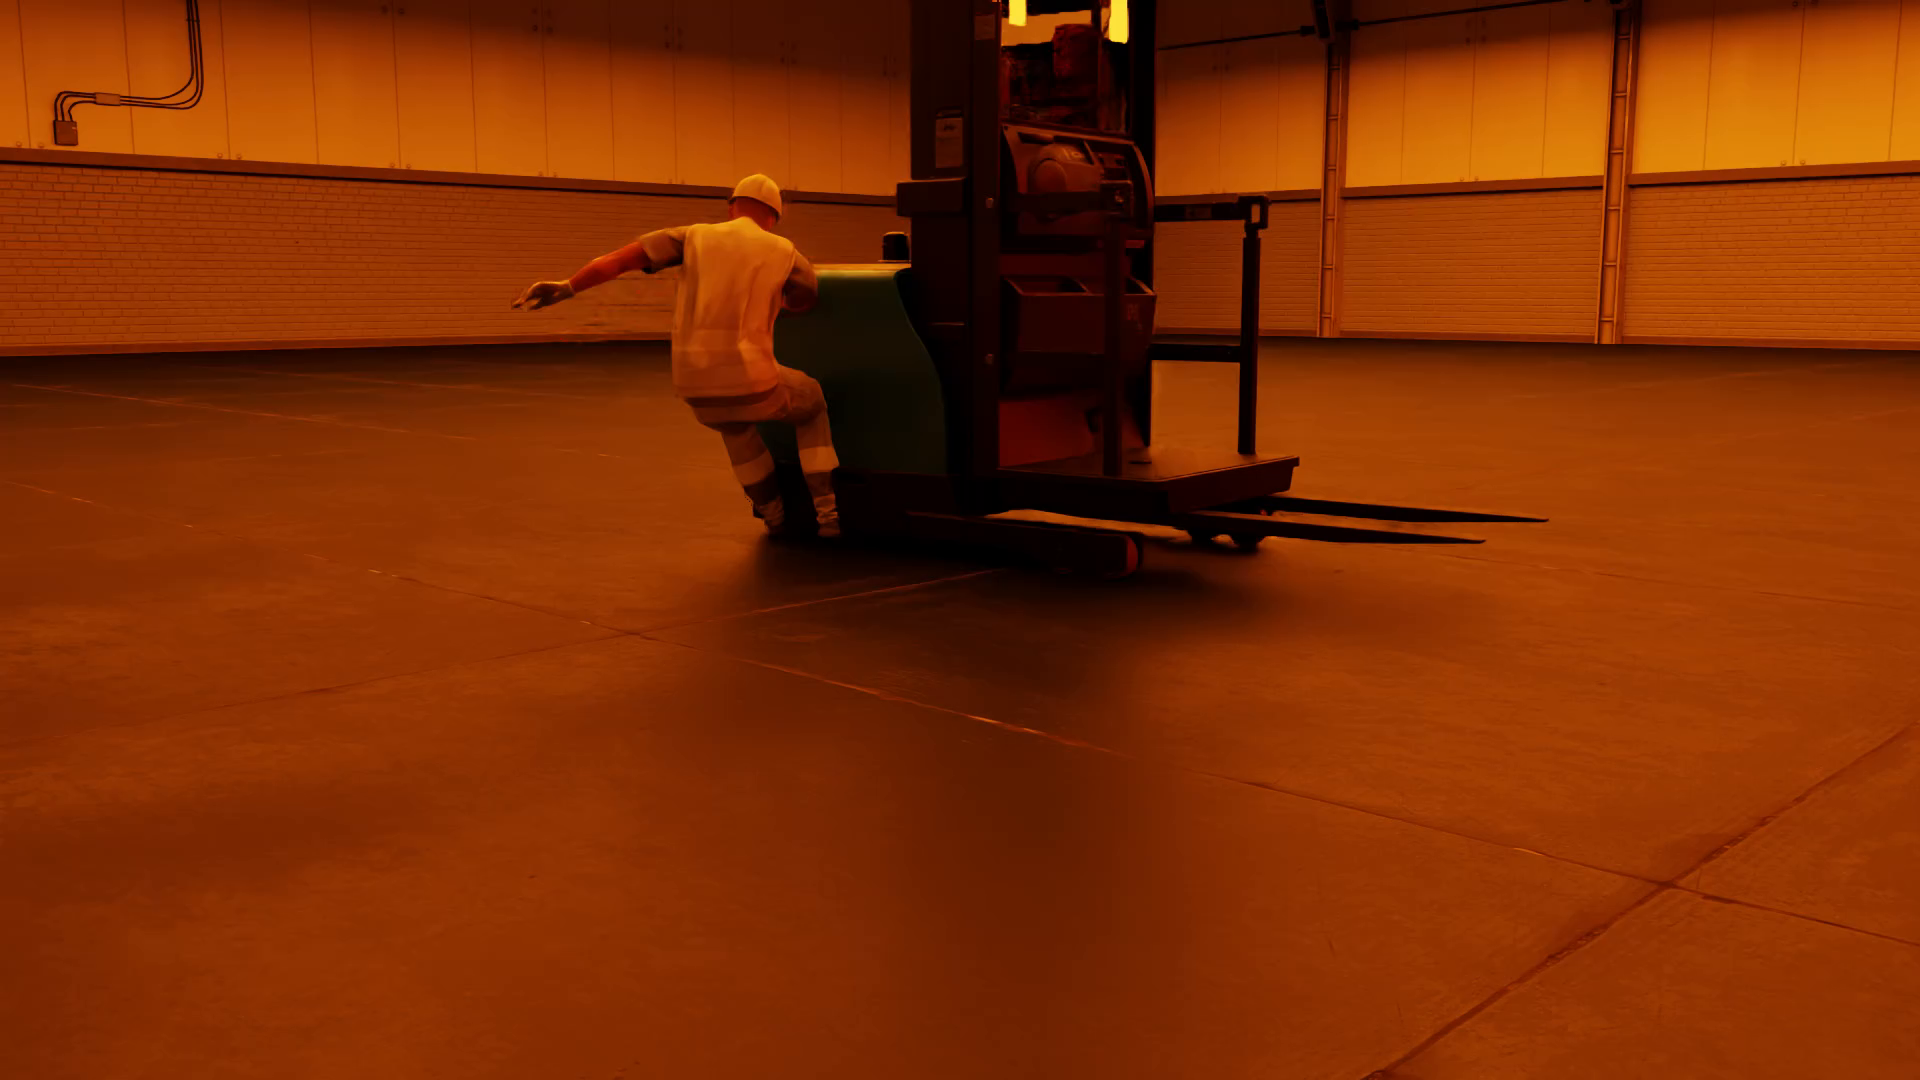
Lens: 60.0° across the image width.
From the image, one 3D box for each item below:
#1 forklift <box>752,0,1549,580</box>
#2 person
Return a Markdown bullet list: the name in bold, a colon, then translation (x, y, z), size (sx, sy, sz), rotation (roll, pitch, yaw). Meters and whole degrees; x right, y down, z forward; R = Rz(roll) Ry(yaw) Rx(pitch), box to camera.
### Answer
- **forklift**: translation (0.619, -1.400, 6.172), size (3.031, 2.935, 1.130), rotation (6, 11, 37)
- **person**: translation (-0.979, -0.678, 6.438), size (1.211, 1.450, 0.960), rotation (1, 9, 5)
